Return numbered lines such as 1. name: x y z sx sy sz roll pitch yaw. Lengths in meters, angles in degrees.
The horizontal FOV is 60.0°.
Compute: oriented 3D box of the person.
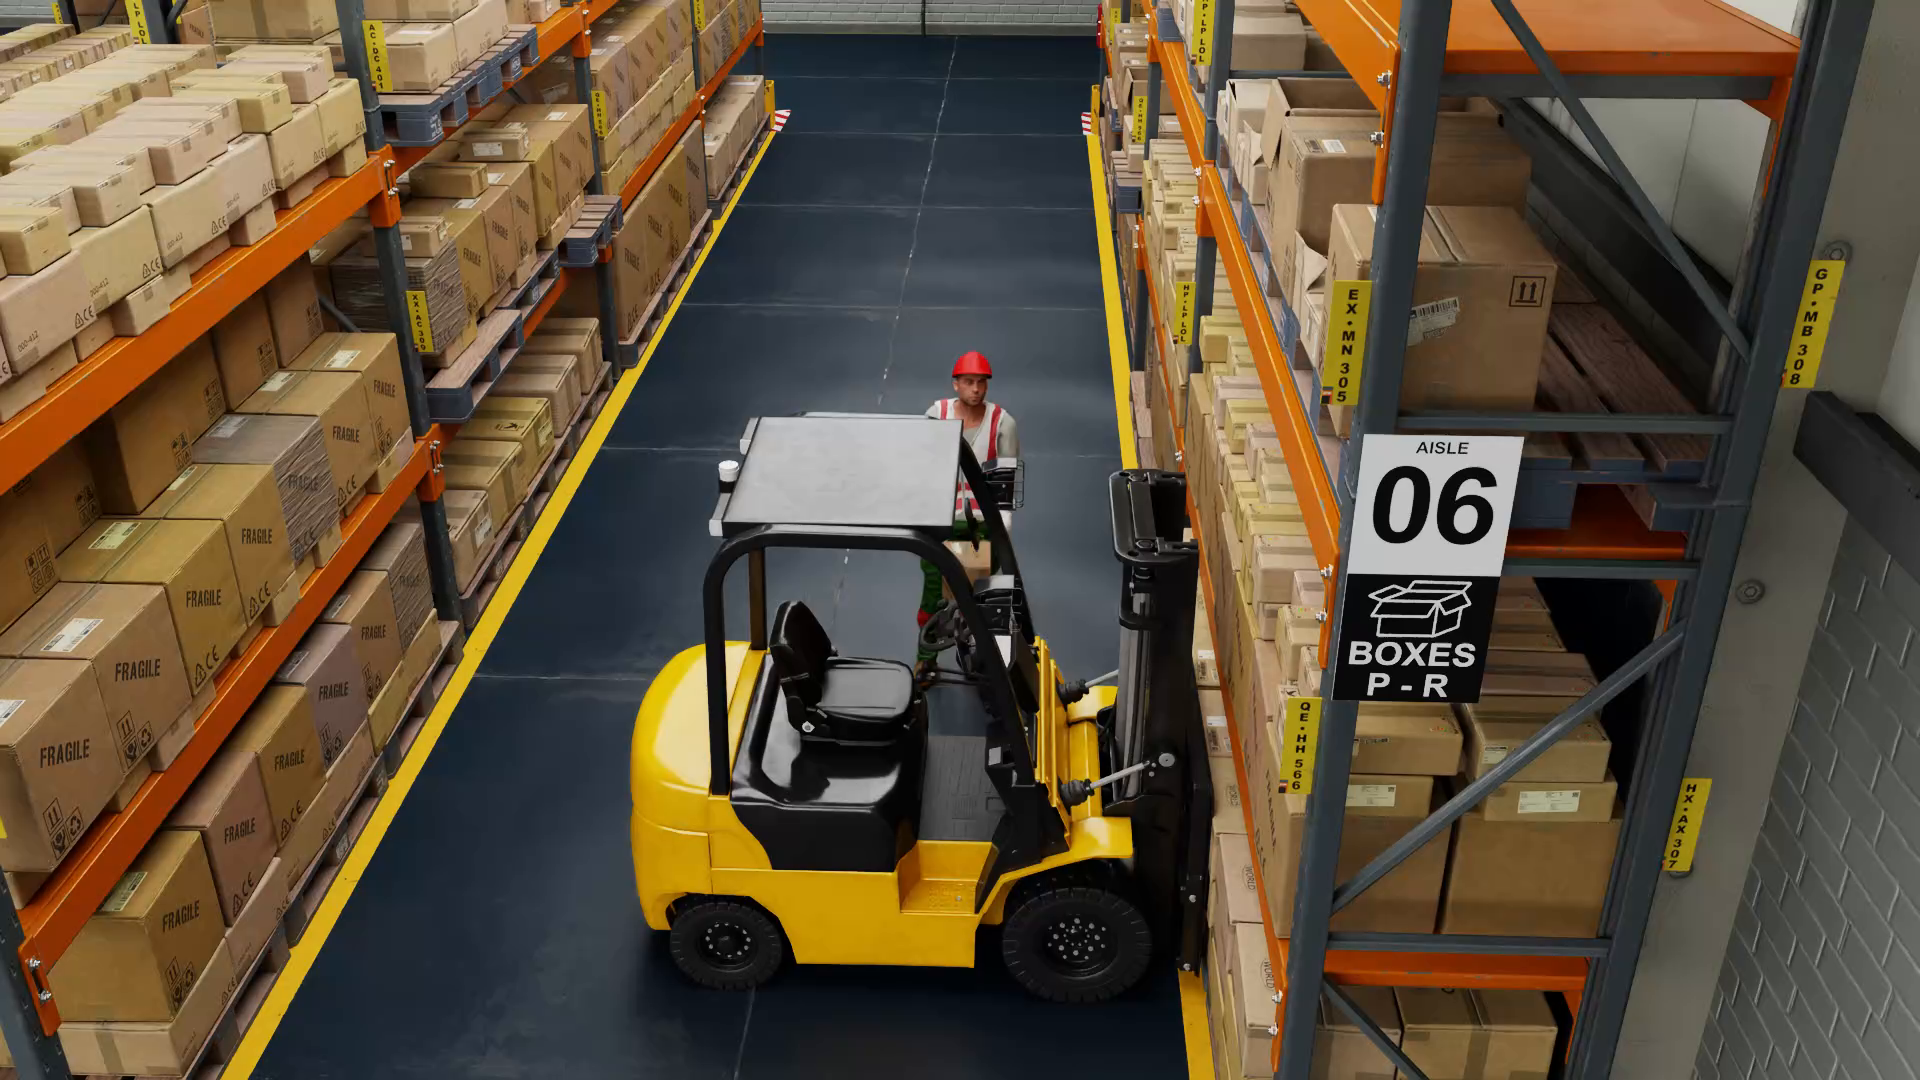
1. person: 0.018 -0.098 8.766 0.584 1.789 0.556 1 28 2
